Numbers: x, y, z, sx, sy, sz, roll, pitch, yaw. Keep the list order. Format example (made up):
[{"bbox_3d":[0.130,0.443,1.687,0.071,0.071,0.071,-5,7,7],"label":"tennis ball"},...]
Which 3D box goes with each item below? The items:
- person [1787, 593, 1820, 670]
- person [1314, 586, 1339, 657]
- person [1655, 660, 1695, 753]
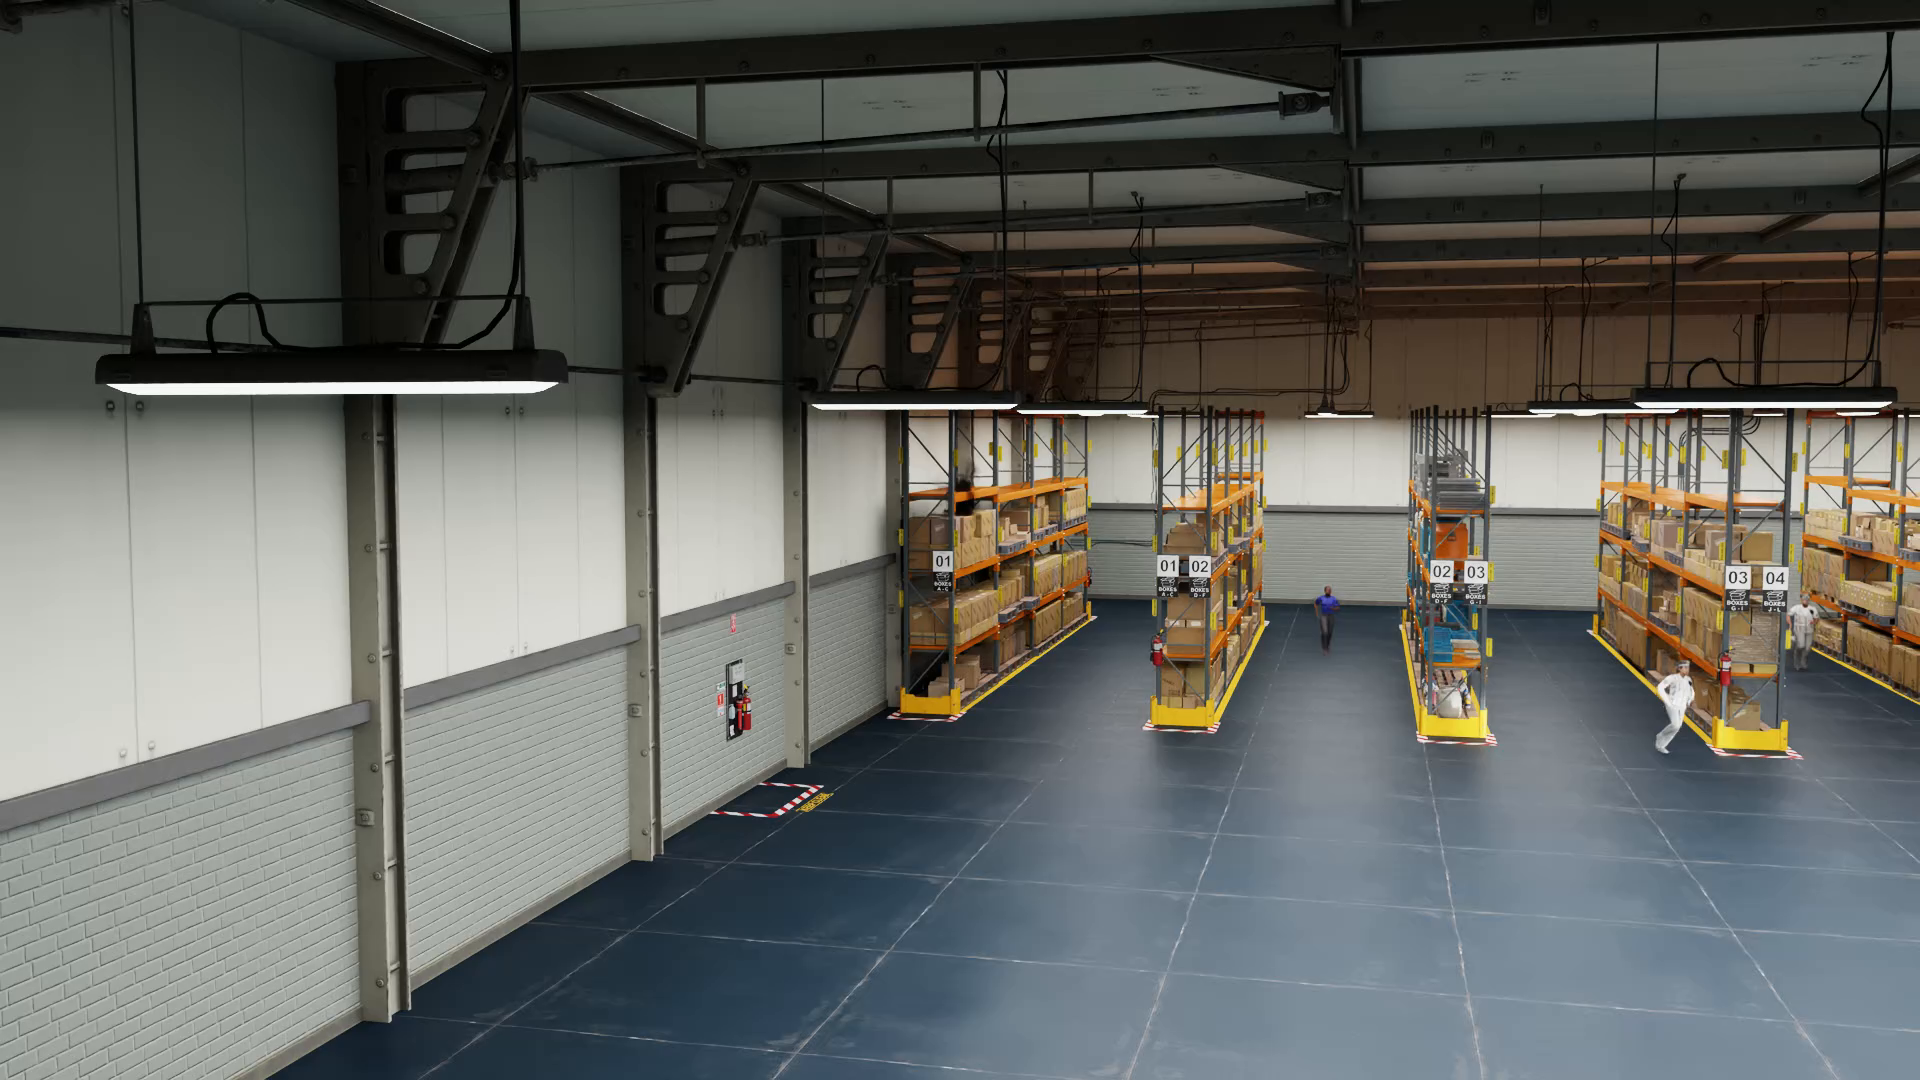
[{"bbox_3d":[19.382,2.106,38.175,0.646,1.774,0.677,1,4,12],"label":"person"},{"bbox_3d":[8.997,1.965,40.760,0.554,1.703,0.825,0,4,-1],"label":"person"},{"bbox_3d":[12.372,2.864,28.607,0.647,1.609,0.494,-1,4,-13],"label":"person"}]
